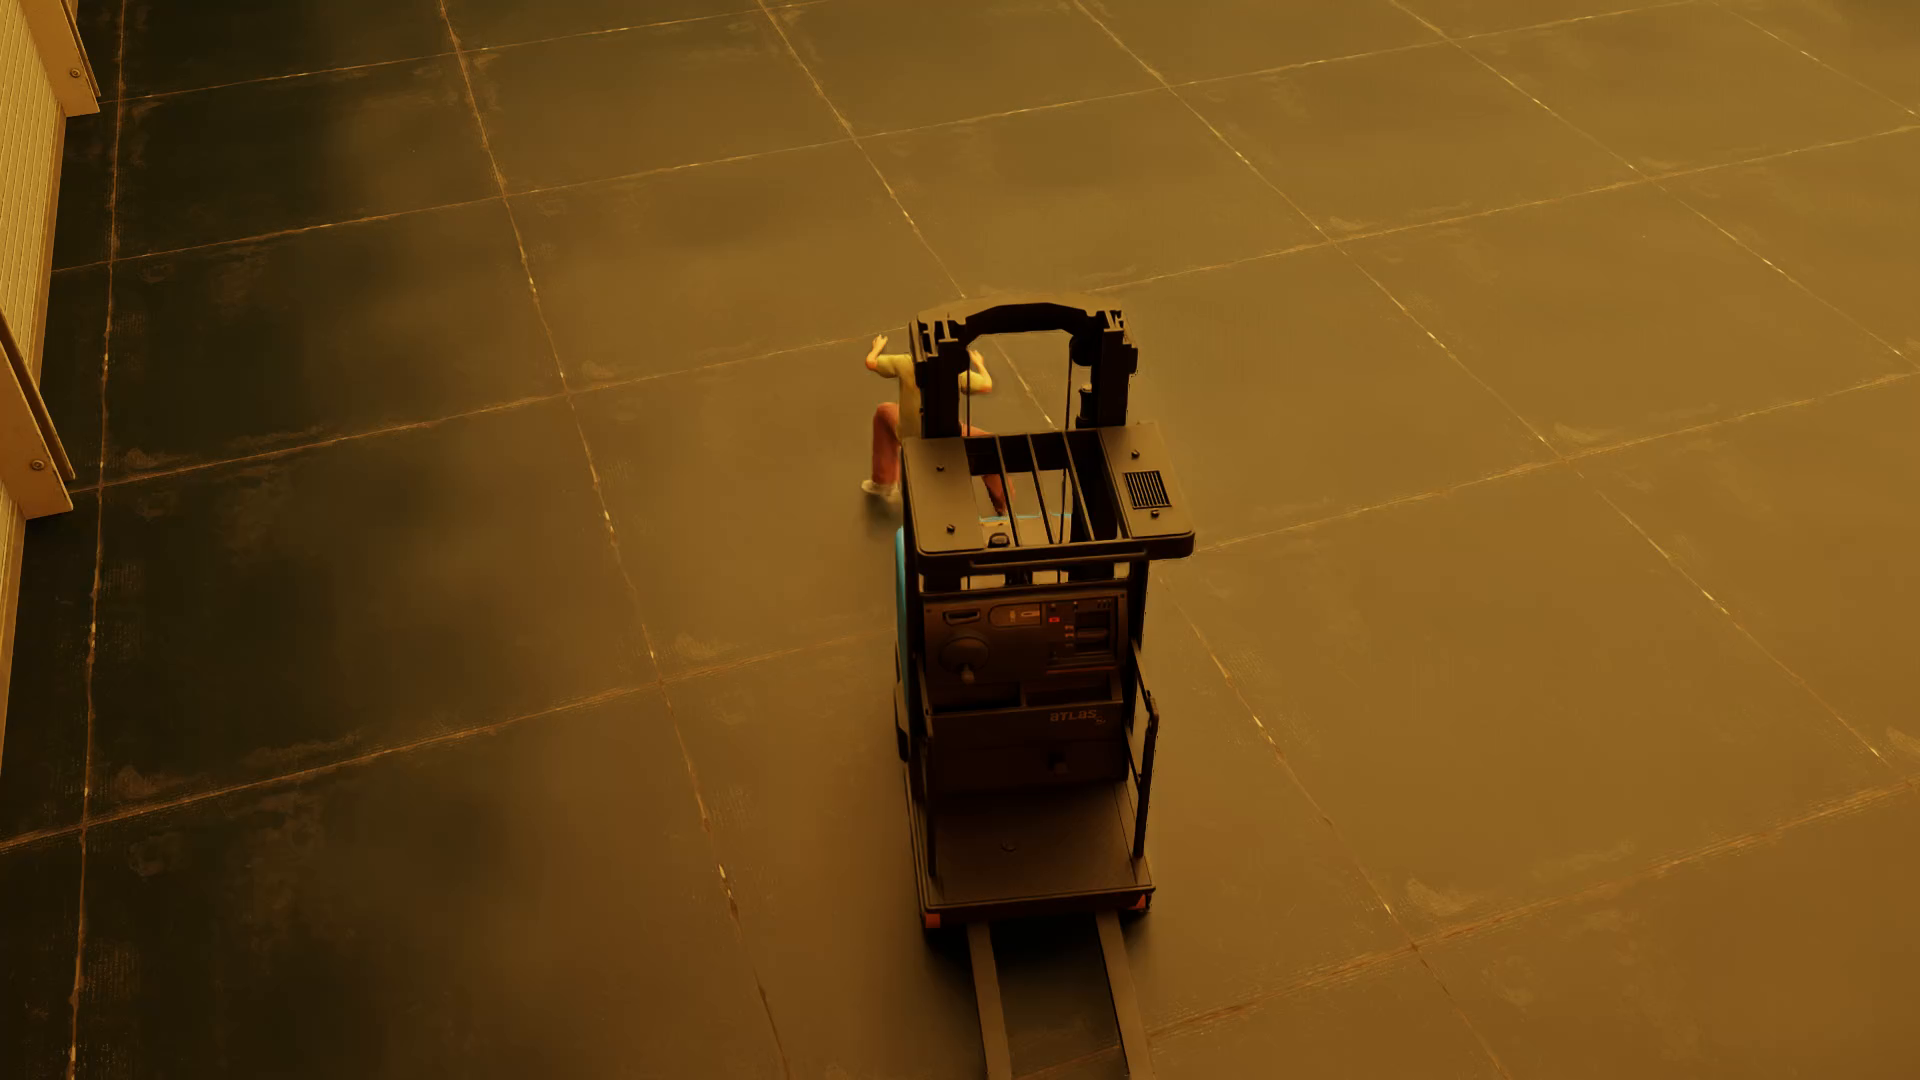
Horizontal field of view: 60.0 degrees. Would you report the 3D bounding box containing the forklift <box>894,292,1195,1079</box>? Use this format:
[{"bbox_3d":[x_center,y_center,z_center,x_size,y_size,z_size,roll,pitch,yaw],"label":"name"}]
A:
[{"bbox_3d":[0.327,0.516,7.382,1.130,2.935,3.031,-4,40,-5],"label":"forklift"}]

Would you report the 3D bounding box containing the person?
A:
[{"bbox_3d":[-0.145,-0.796,10.093,0.995,1.453,0.655,12,42,14],"label":"person"}]
